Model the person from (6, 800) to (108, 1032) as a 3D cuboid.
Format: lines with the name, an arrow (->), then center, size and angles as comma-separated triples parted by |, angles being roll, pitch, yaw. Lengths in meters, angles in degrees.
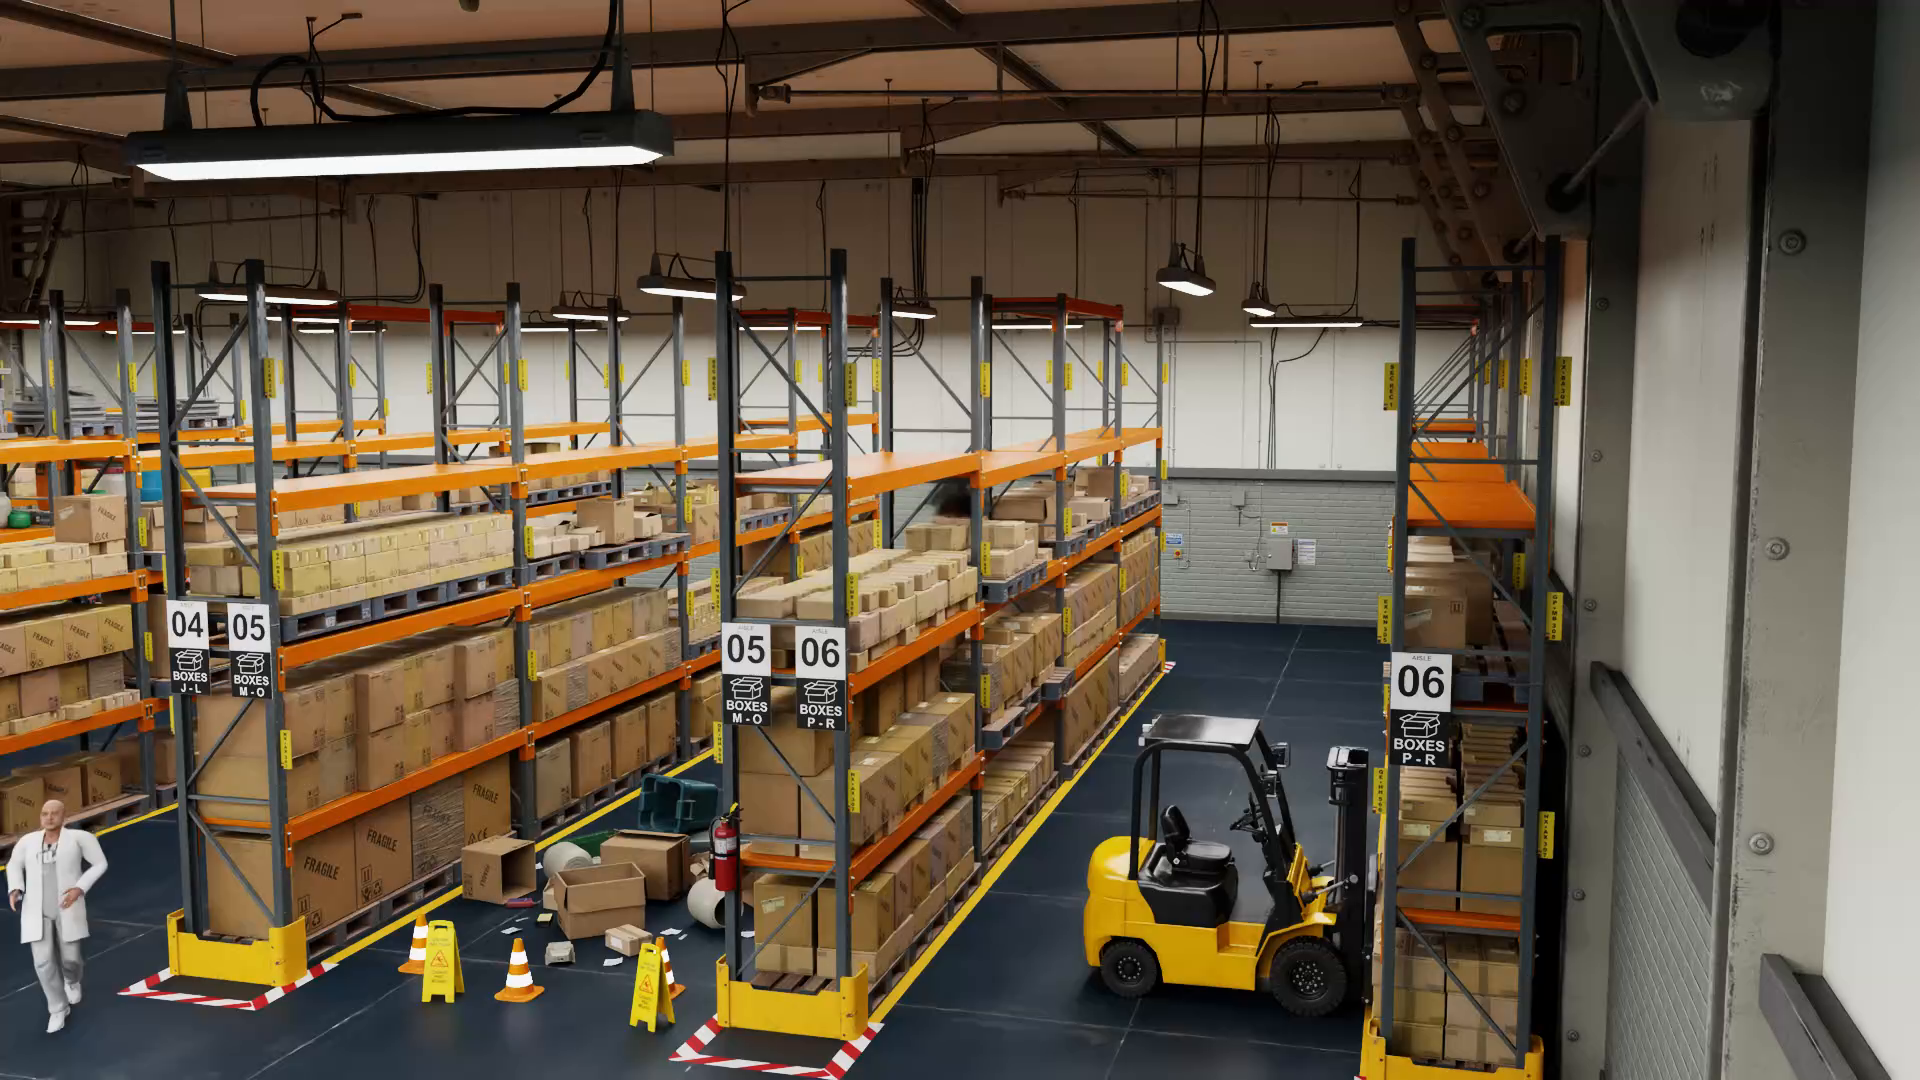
person -> -7.149, 3.034, 13.187 | 0.731, 1.564, 0.732 | -2, 6, -20
